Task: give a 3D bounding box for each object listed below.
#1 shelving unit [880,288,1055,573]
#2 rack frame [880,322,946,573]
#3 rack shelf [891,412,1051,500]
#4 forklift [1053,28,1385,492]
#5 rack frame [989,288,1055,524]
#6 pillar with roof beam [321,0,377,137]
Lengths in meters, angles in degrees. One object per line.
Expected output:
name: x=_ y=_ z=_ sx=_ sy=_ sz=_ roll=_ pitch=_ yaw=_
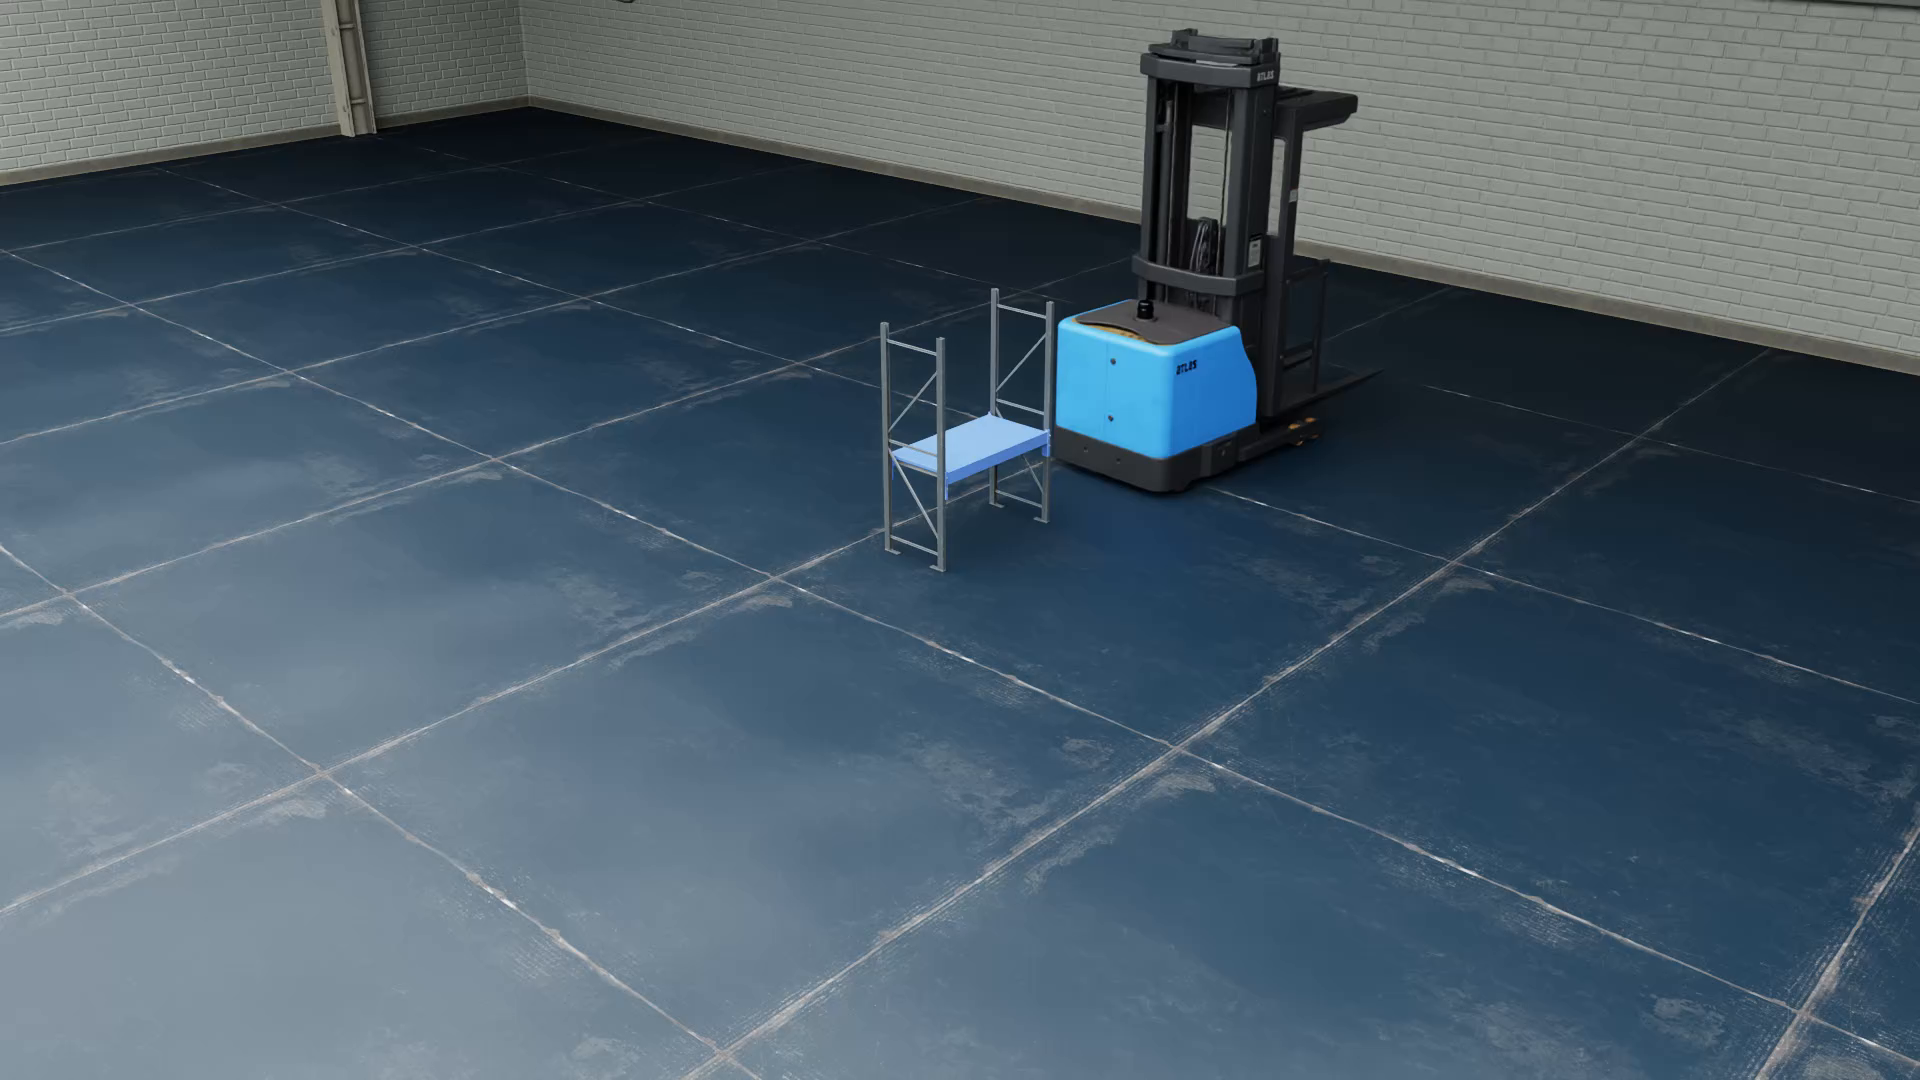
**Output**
shelving unit: x=0.057 y=-0.710 z=10.501 sx=0.538 sy=1.500 sz=1.048 roll=20 pitch=31 yaw=38
rack frame: x=-0.282 y=-0.555 z=10.156 sx=0.500 sy=1.500 sz=0.032 roll=20 pitch=31 yaw=38
rack shelf: x=0.057 y=-0.546 z=10.575 sx=0.538 sy=0.185 sz=1.000 roll=20 pitch=31 yaw=38
forklift: x=2.071 y=-2.166 z=11.999 sx=3.031 sy=2.935 sz=1.130 roll=-22 pitch=32 yaw=-40
rack frame: x=0.396 y=-0.865 z=10.847 sx=0.500 sy=1.500 sz=0.032 roll=20 pitch=31 yaw=38
pillar with roof beam: x=-5.339 y=-8.708 z=19.172 sx=9.100 sy=9.000 sz=0.400 roll=20 pitch=31 yaw=38
